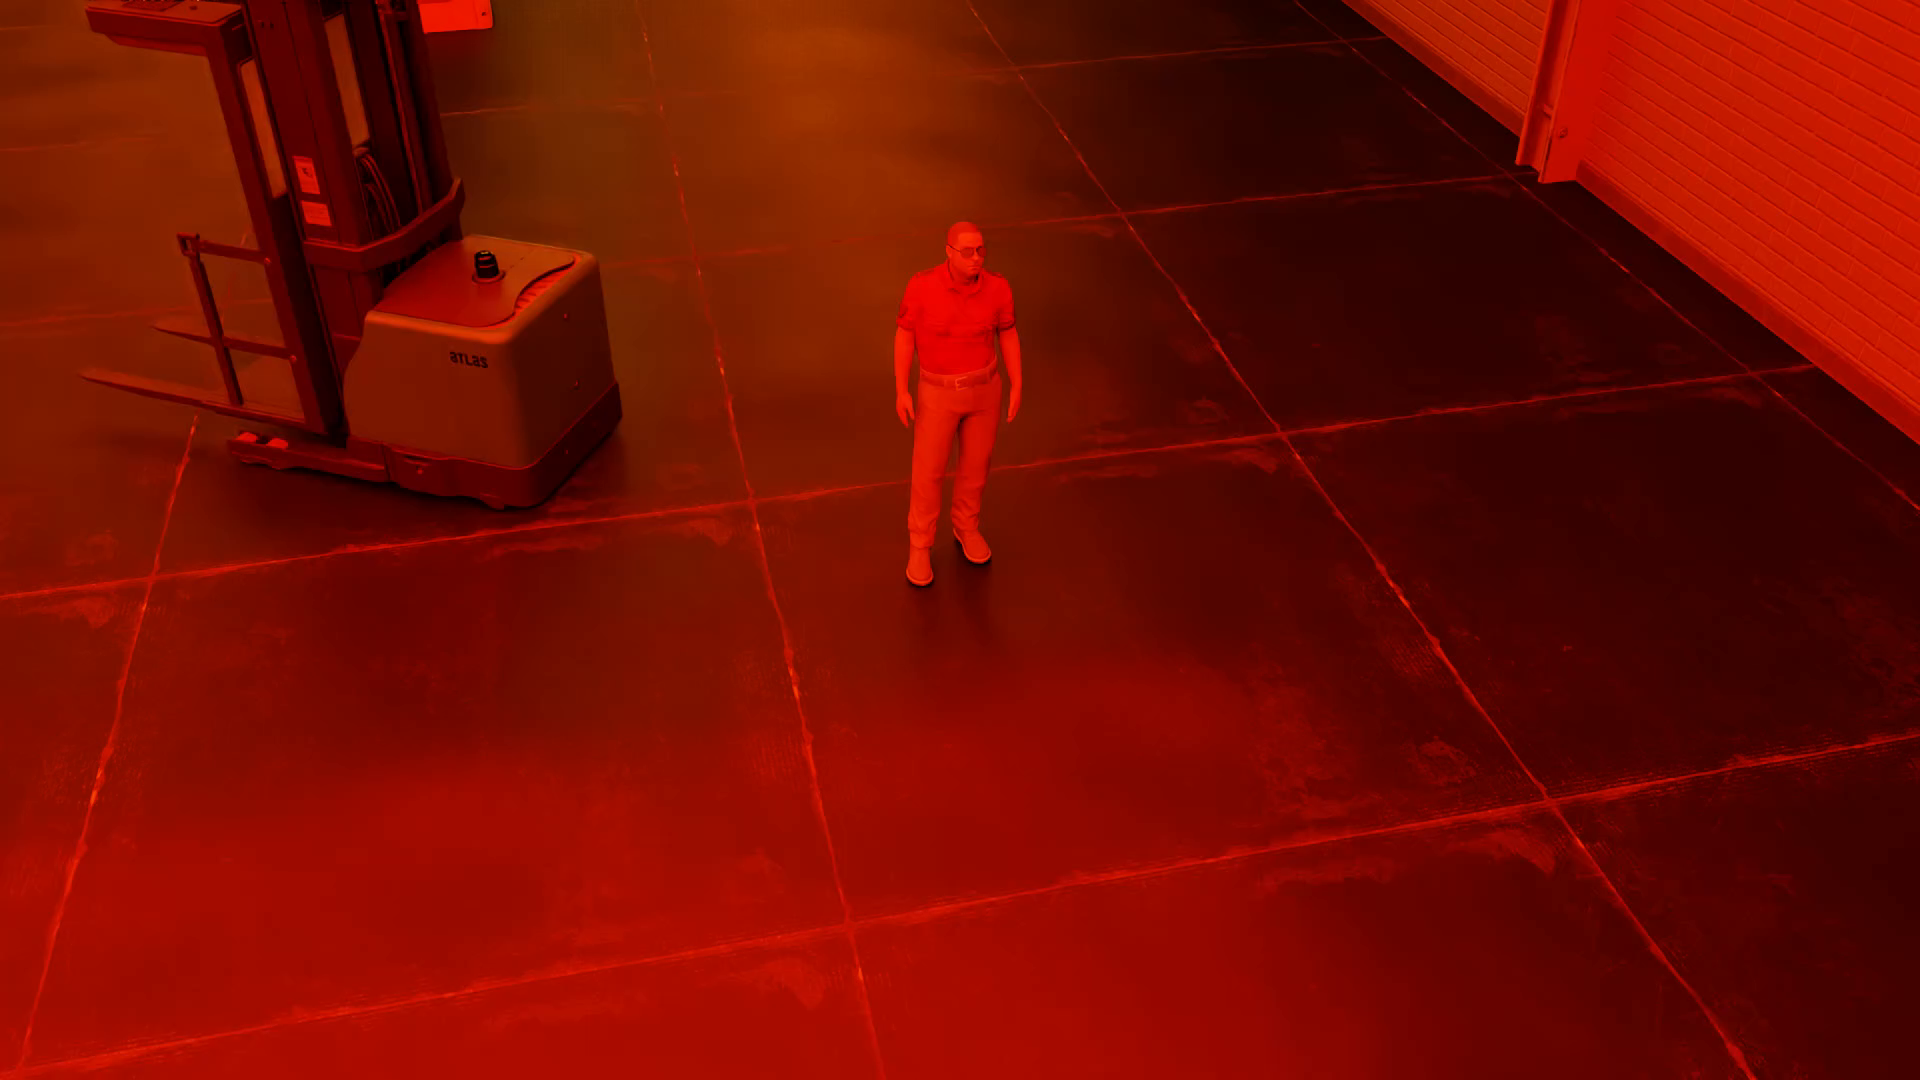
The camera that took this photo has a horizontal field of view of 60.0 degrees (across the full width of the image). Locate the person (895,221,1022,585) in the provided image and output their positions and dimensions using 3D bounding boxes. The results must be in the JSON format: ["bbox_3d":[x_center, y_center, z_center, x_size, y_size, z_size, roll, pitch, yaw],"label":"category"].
[{"bbox_3d":[0.008,-0.655,7.977,0.640,1.727,0.551,-8,36,-11],"label":"person"}]

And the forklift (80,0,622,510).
[{"bbox_3d":[-3.484,-1.856,8.629,3.031,2.935,1.130,11,37,15],"label":"forklift"}]
